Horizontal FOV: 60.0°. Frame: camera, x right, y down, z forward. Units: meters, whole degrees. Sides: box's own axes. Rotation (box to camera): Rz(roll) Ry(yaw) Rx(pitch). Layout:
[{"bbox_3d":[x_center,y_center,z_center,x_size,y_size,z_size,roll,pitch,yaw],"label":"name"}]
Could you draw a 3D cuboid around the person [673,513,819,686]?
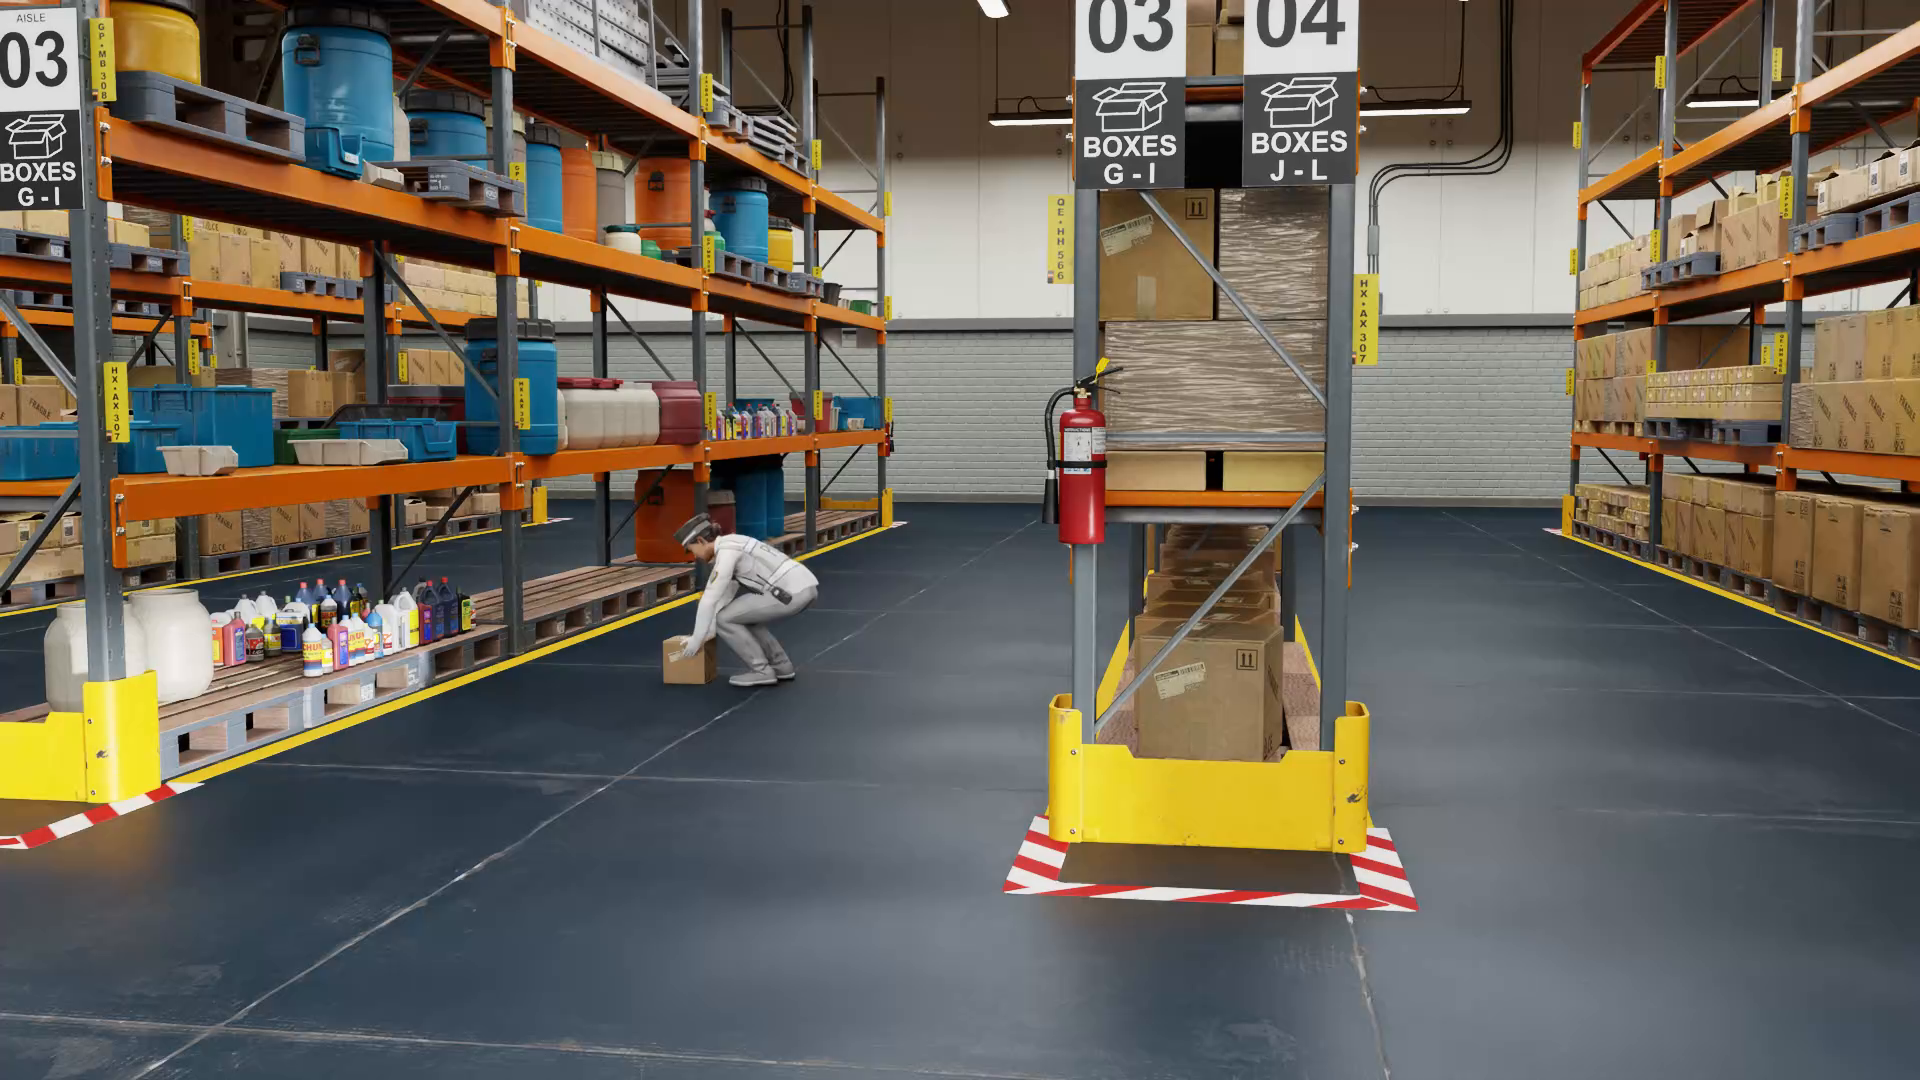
[{"bbox_3d":[-1.265,0.344,9.763,0.840,1.006,0.498,1,5,8],"label":"person"}]
